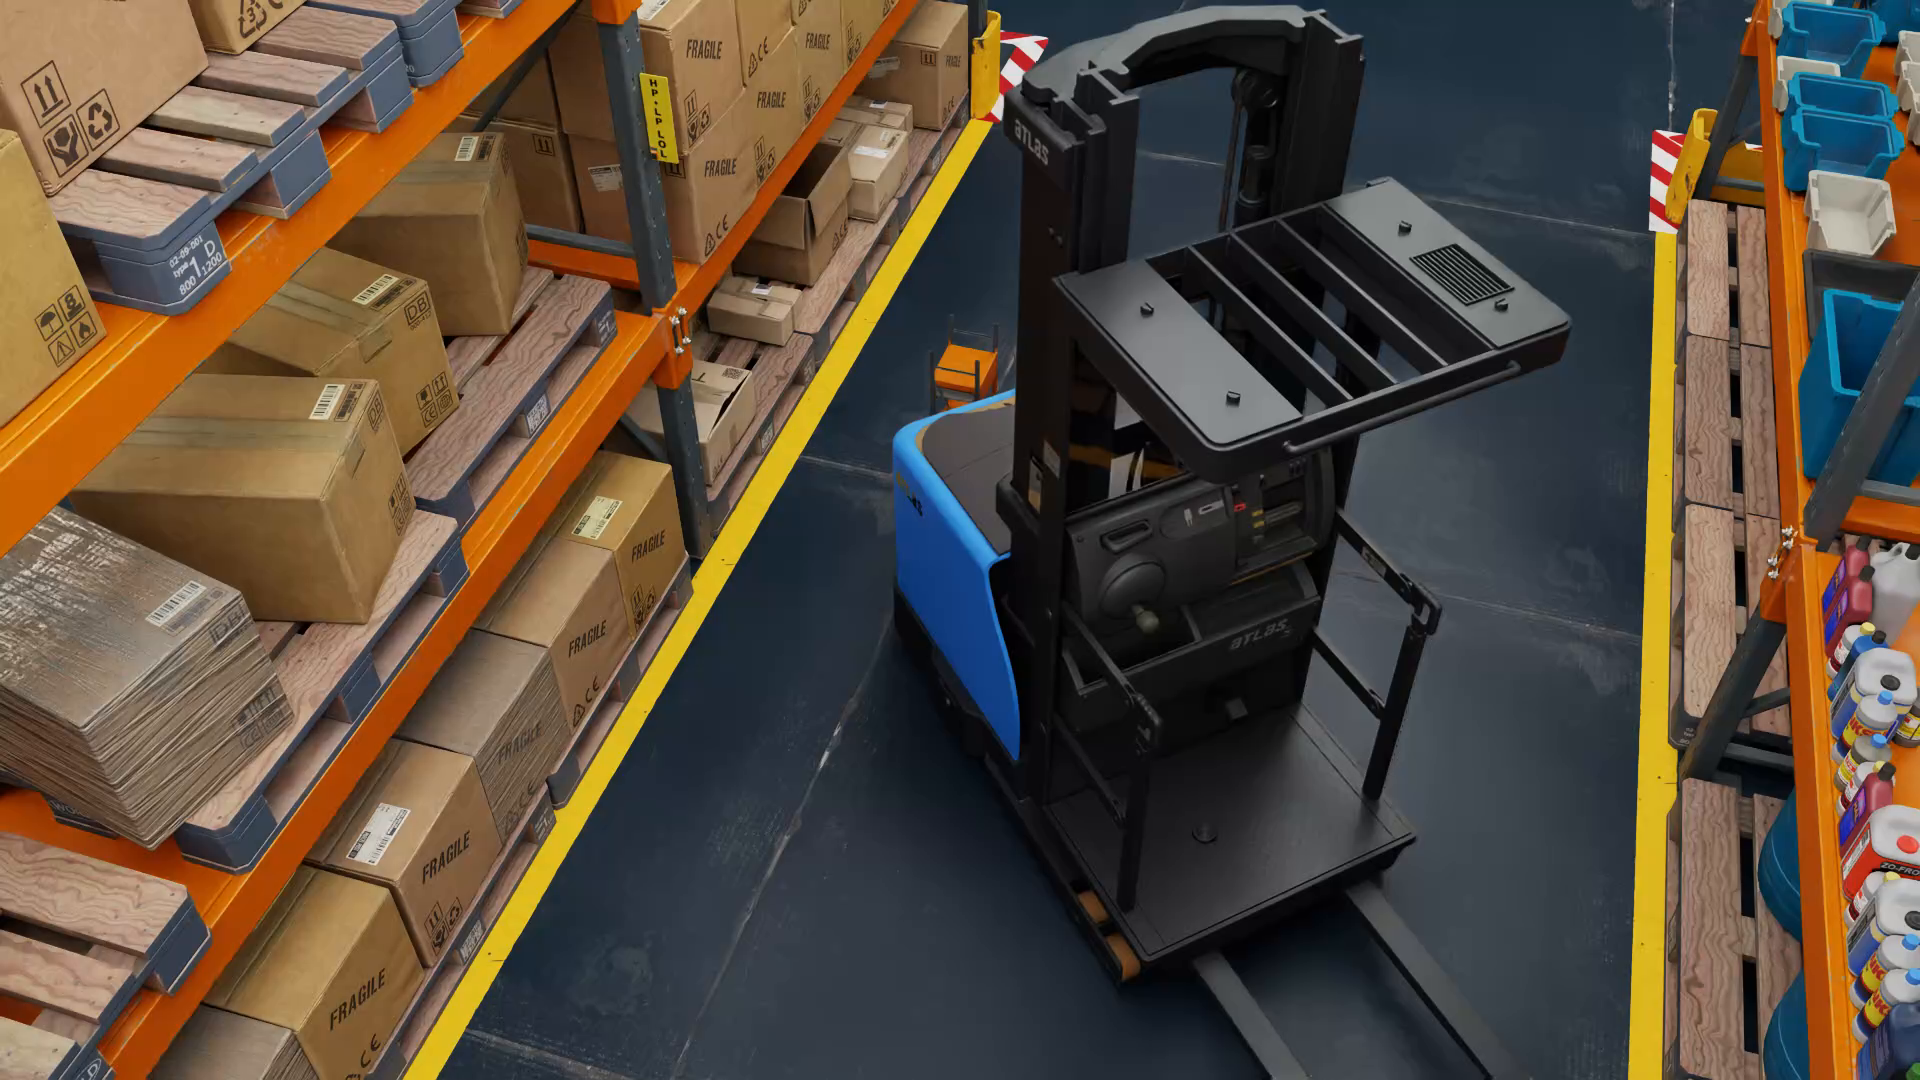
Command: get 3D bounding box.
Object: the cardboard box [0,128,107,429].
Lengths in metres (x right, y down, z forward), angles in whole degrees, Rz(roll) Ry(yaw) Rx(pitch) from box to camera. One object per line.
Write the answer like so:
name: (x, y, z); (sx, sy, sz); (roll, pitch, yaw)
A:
cardboard box: (-2.348, -0.553, 3.353); (0.910, 0.500, 0.500); (13, 46, 13)

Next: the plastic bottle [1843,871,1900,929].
plastic bottle: (2.326, 0.912, 4.214); (0.097, 0.201, 0.097); (0, 44, 0)

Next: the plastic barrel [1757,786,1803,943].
plastic barrel: (2.990, 0.884, 5.301); (0.600, 0.901, 0.708); (13, 46, 13)

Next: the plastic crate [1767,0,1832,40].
plastic crate: (3.818, -2.377, 7.579); (0.250, 0.136, 0.298); (13, 46, 13)

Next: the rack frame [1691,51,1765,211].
rack frame: (4.382, -2.741, 7.806); (1.000, 3.000, 0.127); (13, 46, 13)

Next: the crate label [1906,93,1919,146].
crate label: (4.145, -1.706, 6.893); (0.396, 0.136, 0.243); (13, 46, 13)

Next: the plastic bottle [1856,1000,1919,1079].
plastic bottle: (2.206, 1.178, 3.836); (0.144, 0.351, 0.185); (13, 46, 13)

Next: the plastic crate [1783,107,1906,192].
plastic crate: (3.504, -1.530, 6.645); (0.416, 0.233, 0.300); (13, 46, 13)

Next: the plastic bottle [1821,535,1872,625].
plastic bottle: (2.653, 0.121, 4.964); (0.061, 0.283, 0.133); (13, 46, 13)

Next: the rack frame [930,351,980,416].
rack frame: (-0.021, -0.330, 6.735); (0.200, 1.050, 0.008); (13, 46, 12)

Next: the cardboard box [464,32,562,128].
cardboard box: (-1.642, -1.912, 6.172); (0.500, 0.500, 0.500); (13, 46, 13)

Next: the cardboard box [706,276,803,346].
cardboard box: (-0.963, -1.084, 7.823); (0.380, 0.166, 0.250); (13, 46, 13)

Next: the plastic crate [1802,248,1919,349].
plastic crate: (3.254, -0.801, 5.977); (0.437, 0.125, 0.590); (13, 46, 13)

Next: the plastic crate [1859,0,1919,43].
plastic crate: (4.459, -2.513, 7.504); (0.616, 0.435, 0.499); (13, 46, 13)

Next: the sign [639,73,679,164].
sign: (-1.019, -1.425, 5.633); (0.100, 0.325, 0.005); (13, 46, 13)

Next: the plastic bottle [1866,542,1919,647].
plastic bottle: (2.743, 0.135, 4.901); (0.144, 0.351, 0.185); (13, 46, 13)

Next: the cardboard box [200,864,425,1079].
cardboard box: (-2.040, 1.349, 5.098); (0.500, 0.500, 0.500); (12, 46, 12)

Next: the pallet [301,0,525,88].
pallet: (-1.813, -1.712, 4.743); (1.213, 0.211, 1.003); (13, 46, 13)

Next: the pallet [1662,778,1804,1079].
pallet: (2.898, 1.427, 5.540); (1.003, 0.211, 1.213); (13, 46, 13)

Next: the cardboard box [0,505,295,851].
cardboard box: (-2.218, 0.341, 4.284); (0.700, 0.500, 0.500); (21, 48, 20)

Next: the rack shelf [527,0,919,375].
rack shelf: (-0.943, -2.203, 7.770); (1.077, 0.370, 4.000); (13, 46, 13)

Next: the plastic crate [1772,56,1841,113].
plastic crate: (3.612, -1.925, 7.117); (0.250, 0.136, 0.298); (13, 46, 13)

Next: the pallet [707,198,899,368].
pallet: (-0.972, -1.403, 8.432); (1.003, 0.211, 1.213); (13, 46, 13)

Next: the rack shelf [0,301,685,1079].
rack shelf: (-2.154, 0.464, 5.045); (1.077, 0.370, 4.000); (13, 46, 13)

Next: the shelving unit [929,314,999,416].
shelving unit: (0.016, -0.411, 6.818); (0.215, 1.050, 0.252); (13, 46, 12)

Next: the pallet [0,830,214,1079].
pallet: (-2.622, 1.141, 3.975); (1.213, 0.211, 1.003); (13, 46, 13)

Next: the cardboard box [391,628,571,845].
cardboard box: (-1.735, 0.661, 5.802); (0.500, 0.500, 0.500); (13, 46, 13)

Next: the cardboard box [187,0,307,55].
cardboard box: (-1.952, -1.650, 4.102); (0.600, 0.600, 0.600); (12, 46, 12)

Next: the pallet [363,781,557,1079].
pallet: (-2.127, 1.236, 5.735); (1.003, 0.211, 1.213); (13, 46, 13)

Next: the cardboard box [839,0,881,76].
cardboard box: (-0.676, -2.459, 7.445); (0.500, 0.500, 0.500); (12, 46, 12)

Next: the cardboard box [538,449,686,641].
cardboard box: (-1.425, -0.001, 6.478); (0.500, 0.500, 0.500); (12, 46, 12)

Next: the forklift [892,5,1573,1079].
forklift: (0.855, 0.080, 4.972); (1.130, 2.935, 3.031); (-20, 48, -19)

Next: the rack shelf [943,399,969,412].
rack shelf: (0.016, -0.403, 6.826); (0.215, 0.259, 0.240); (13, 46, 12)

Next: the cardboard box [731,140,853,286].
cardboard box: (-0.985, -1.645, 8.156); (0.797, 0.503, 0.637); (13, 46, 13)

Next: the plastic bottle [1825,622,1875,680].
plastic bottle: (2.595, 0.320, 4.820); (0.097, 0.201, 0.097); (0, 44, 0)

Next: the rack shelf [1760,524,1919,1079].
rack shelf: (2.565, 1.515, 3.970); (1.077, 0.370, 4.000); (13, 46, 13)

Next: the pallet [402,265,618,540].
pallet: (-1.895, -0.549, 5.702); (1.003, 0.211, 1.213); (13, 46, 13)

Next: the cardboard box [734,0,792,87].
cardboard box: (-0.982, -2.118, 6.383); (0.500, 0.500, 0.500); (11, 45, 11)

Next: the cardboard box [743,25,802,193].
cardboard box: (-0.983, -1.786, 6.758); (0.500, 0.500, 0.500); (13, 46, 13)

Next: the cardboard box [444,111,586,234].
cardboard box: (-1.642, -1.550, 6.517); (0.500, 0.500, 0.500); (13, 46, 13)

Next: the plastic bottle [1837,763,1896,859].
plastic bottle: (2.384, 0.713, 4.359); (0.061, 0.283, 0.133); (13, 46, 13)

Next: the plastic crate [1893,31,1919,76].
plastic crate: (4.308, -2.087, 7.282); (0.396, 0.136, 0.243); (13, 46, 13)

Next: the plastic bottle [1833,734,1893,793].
plastic bottle: (2.466, 0.604, 4.529); (0.097, 0.201, 0.097); (0, 44, 0)

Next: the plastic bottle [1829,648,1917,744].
plastic bottle: (2.557, 0.441, 4.642); (0.152, 0.276, 0.135); (13, 46, 13)

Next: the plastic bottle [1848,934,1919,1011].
plastic bottle: (2.256, 1.042, 4.031); (0.097, 0.271, 0.097); (0, 44, 0)

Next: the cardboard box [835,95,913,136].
cardboard box: (-0.476, -2.272, 9.037); (0.380, 0.166, 0.250); (13, 46, 13)

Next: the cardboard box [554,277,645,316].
cardboard box: (-1.646, -0.830, 7.326); (0.500, 0.500, 0.500); (13, 46, 13)

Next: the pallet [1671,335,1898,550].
pallet: (3.724, -0.393, 7.399); (1.003, 0.211, 1.213); (13, 46, 13)

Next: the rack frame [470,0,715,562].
rack frame: (-1.549, -1.127, 6.156); (1.000, 3.000, 0.127); (13, 46, 13)

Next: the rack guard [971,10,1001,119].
rack guard: (-0.360, -2.849, 9.703); (1.175, 0.500, 0.348); (13, 46, 13)

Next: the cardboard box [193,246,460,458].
cardboard box: (-2.053, -0.572, 5.217); (0.700, 0.500, 0.500); (19, 48, 19)
